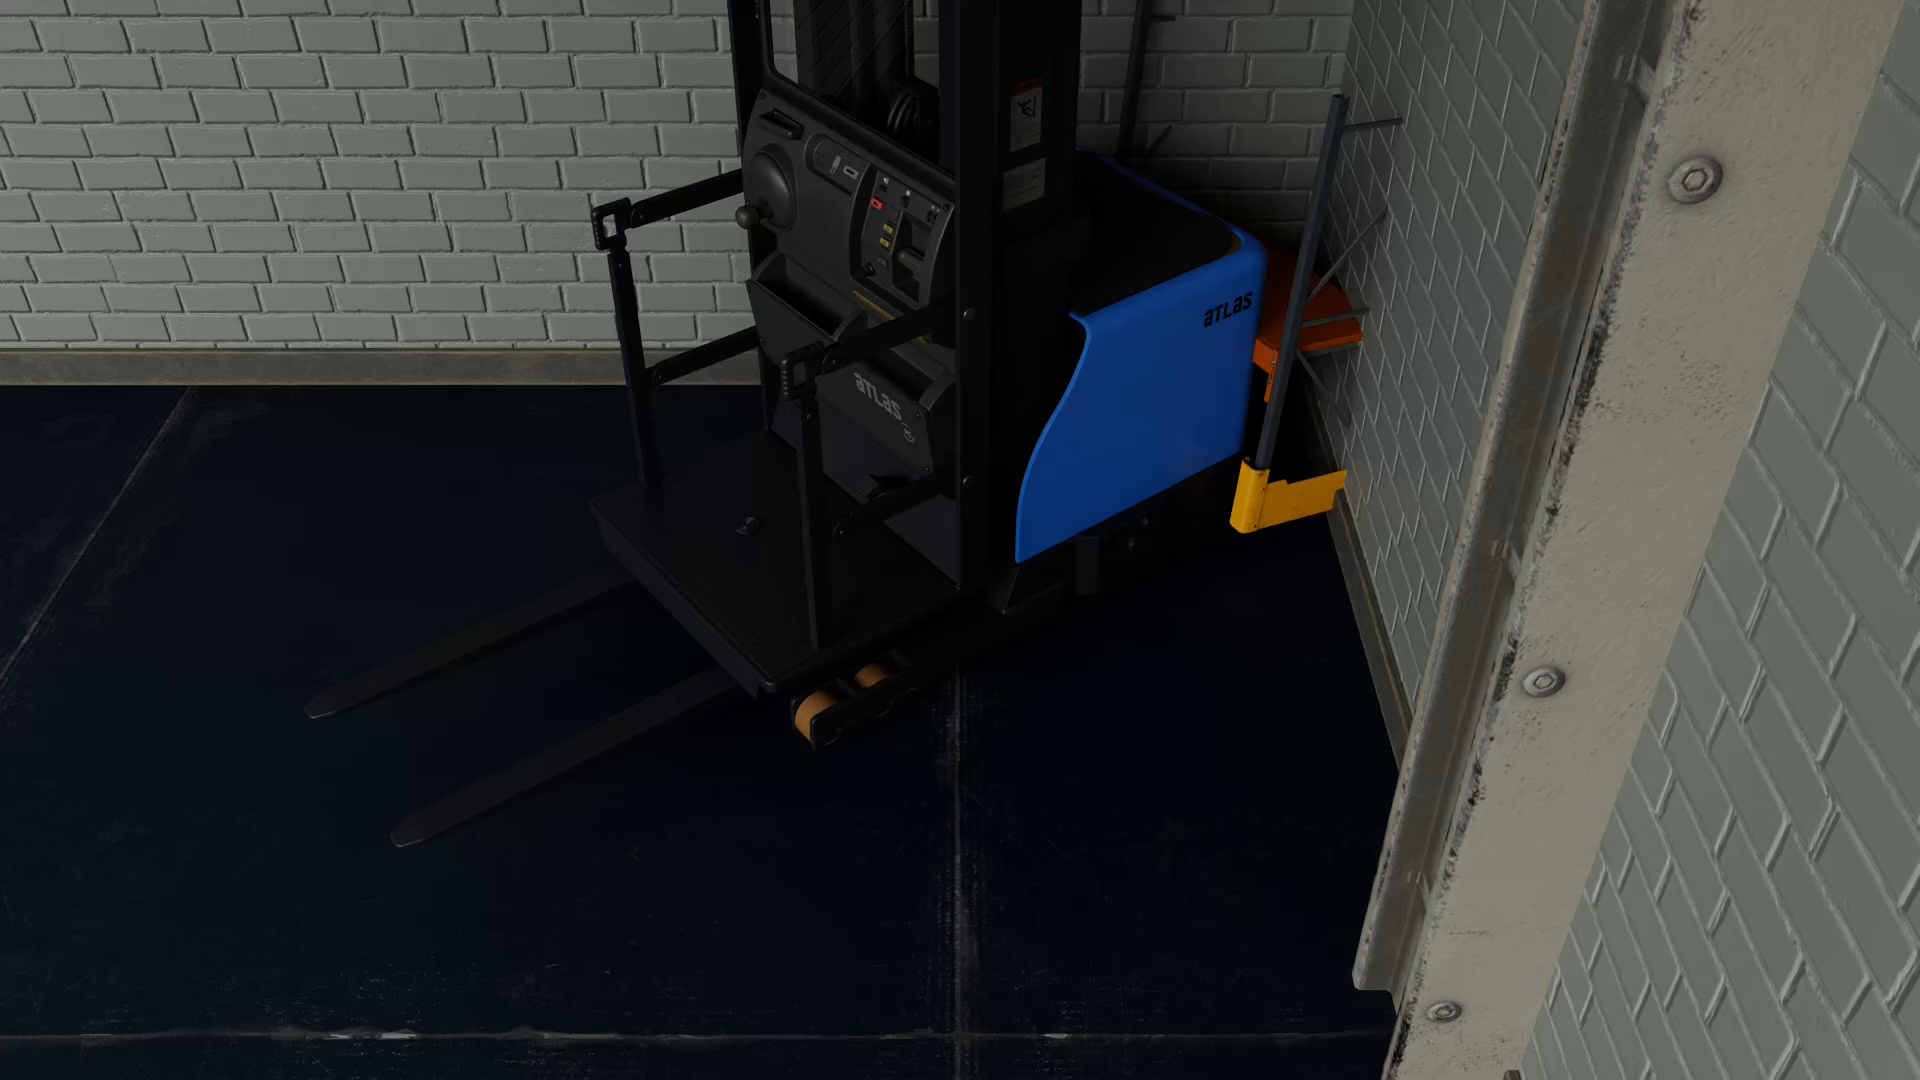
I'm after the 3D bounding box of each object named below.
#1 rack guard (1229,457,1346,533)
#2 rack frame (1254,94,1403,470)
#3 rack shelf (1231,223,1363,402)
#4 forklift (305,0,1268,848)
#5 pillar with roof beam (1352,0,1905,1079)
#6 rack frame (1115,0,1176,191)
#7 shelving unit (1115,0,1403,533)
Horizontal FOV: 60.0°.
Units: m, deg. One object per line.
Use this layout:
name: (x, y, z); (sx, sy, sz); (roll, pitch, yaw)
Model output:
rack guard: (1.194, -0.207, 5.680); (0.587, 0.250, 0.087); (-14, 39, -25)
rack frame: (1.242, -0.717, 5.322); (0.500, 1.500, 0.032); (-14, 39, -25)
rack shelf: (0.987, -0.842, 5.780); (0.538, 0.185, 1.000); (-14, 39, -25)
forklift: (-0.491, -0.905, 4.535); (3.031, 2.935, 1.130); (-26, 45, -29)
pillar with roof beam: (-3.128, -2.259, 1.372); (9.100, 9.000, 0.400); (0, 39, 0)
rack frame: (0.759, -1.260, 6.033); (0.500, 1.500, 0.032); (-14, 39, -25)
shelving unit: (1.005, -0.984, 5.671); (0.587, 1.500, 1.083); (-14, 39, -25)
